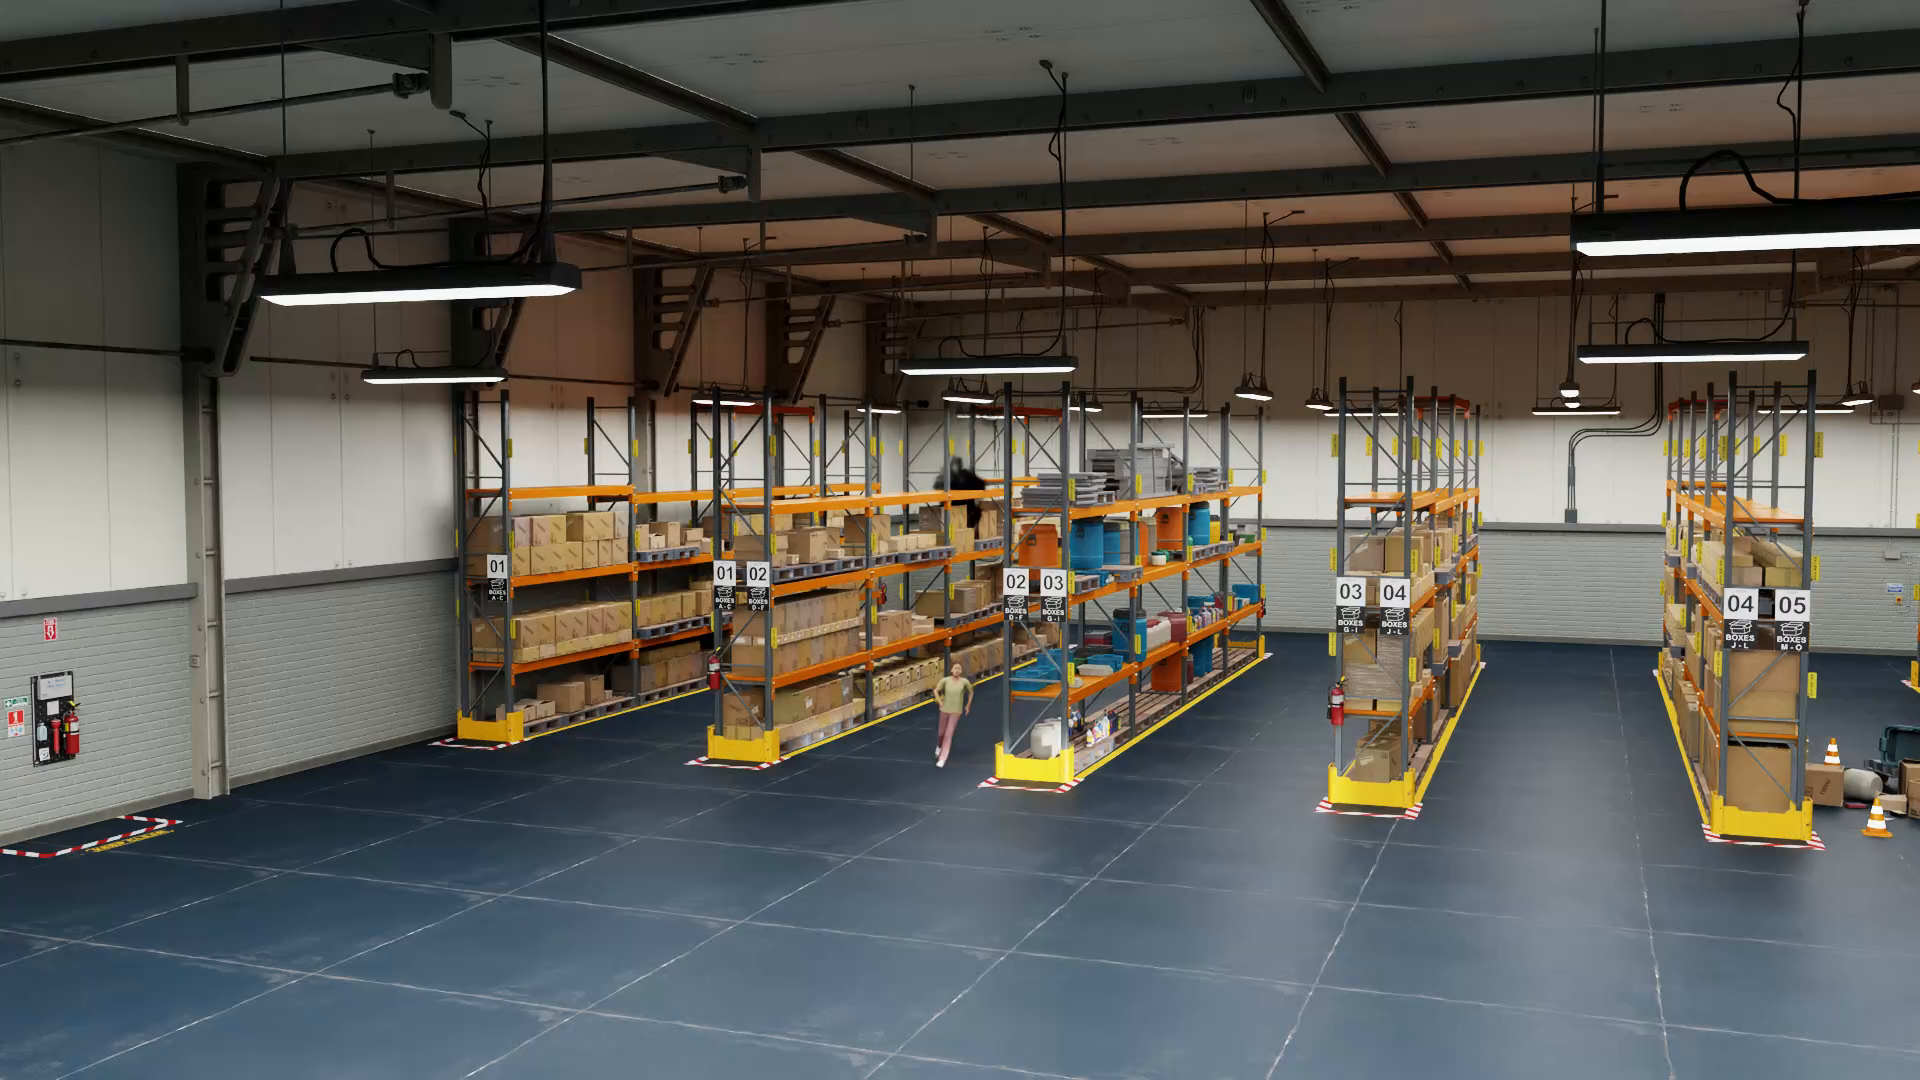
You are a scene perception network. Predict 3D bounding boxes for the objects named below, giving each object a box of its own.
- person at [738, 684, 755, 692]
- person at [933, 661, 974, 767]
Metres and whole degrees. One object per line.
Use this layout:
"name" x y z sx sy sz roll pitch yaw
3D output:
"person" -4.093 2.447 31.986 0.555 1.615 0.784 1 3 15
"person" -0.109 2.728 26.354 0.636 1.623 0.885 0 3 4
